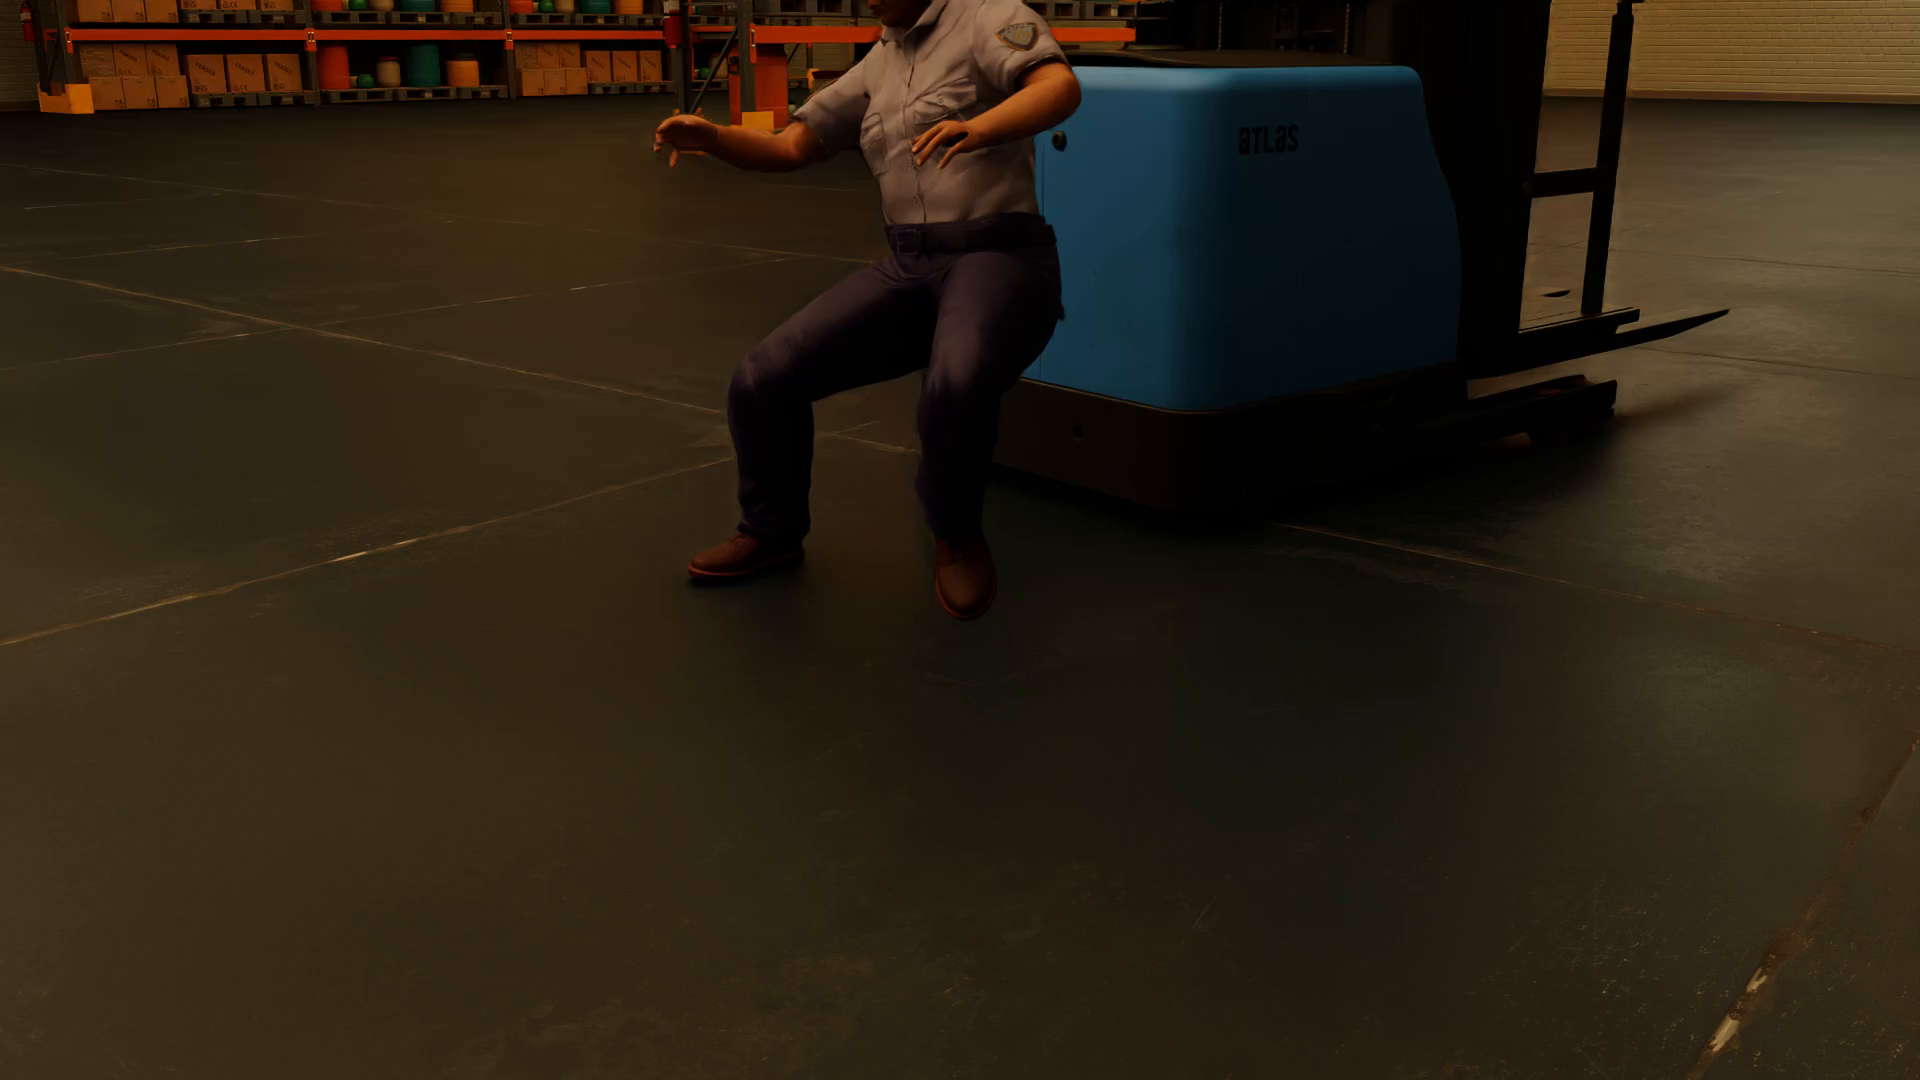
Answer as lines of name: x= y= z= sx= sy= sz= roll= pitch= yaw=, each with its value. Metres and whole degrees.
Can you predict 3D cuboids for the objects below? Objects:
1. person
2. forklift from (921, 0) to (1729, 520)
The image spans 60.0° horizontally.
person: x=-0.184 y=-0.535 z=3.258 sx=0.740 sy=1.413 sz=0.909 roll=-15 pitch=22 yaw=-40
forklift: x=1.340 y=-1.786 z=4.781 sx=3.031 sy=2.935 sz=1.130 roll=-14 pitch=22 yaw=-39
